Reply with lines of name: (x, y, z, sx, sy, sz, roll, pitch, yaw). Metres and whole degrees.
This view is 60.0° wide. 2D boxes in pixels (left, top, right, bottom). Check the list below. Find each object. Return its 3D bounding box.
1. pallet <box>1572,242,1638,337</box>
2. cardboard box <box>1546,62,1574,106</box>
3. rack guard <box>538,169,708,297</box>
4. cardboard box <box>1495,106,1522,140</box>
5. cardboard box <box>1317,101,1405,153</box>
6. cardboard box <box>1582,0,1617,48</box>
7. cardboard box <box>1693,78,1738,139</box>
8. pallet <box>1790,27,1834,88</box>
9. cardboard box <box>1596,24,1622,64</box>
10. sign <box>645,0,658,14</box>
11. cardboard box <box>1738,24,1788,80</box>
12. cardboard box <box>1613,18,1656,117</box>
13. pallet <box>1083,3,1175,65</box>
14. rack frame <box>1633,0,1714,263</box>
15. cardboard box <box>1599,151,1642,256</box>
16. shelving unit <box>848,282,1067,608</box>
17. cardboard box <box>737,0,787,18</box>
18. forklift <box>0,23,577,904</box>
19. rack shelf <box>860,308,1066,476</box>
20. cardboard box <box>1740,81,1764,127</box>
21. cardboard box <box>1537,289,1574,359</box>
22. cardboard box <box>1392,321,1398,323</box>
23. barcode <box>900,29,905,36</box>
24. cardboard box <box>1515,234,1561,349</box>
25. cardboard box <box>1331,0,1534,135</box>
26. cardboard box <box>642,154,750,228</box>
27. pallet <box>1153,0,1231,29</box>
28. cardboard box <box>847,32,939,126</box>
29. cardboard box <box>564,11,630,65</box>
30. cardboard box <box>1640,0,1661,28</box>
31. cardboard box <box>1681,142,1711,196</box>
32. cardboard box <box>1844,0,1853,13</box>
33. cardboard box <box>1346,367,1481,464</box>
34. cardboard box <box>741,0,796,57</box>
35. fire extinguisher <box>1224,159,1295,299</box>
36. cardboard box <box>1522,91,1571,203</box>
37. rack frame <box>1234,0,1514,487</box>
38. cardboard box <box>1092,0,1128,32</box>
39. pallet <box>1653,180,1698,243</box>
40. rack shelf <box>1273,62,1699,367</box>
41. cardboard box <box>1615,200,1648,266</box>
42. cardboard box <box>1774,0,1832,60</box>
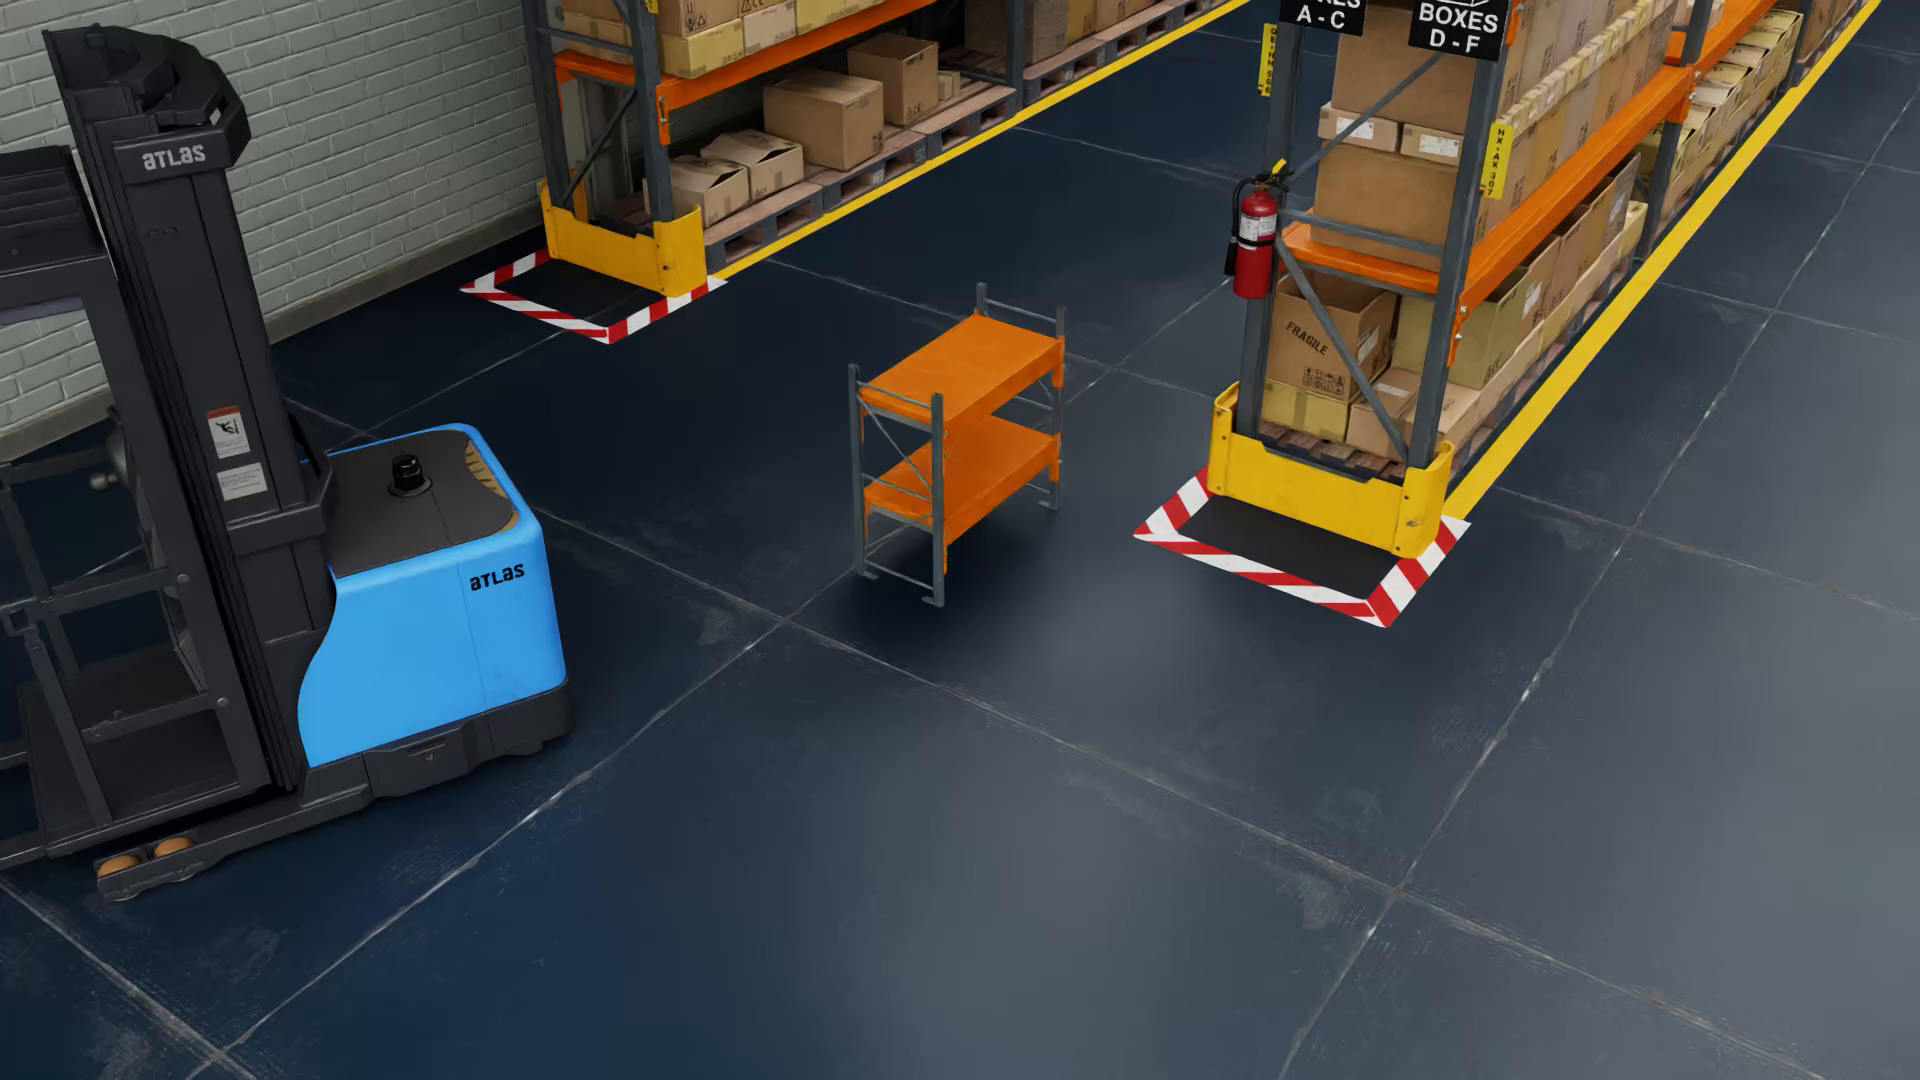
pallet: (3.641, -1.746, 10.643, 1.003, 0.211, 1.213, 21, 39, 28)
cardboard box: (2.836, -2.310, 8.320, 0.380, 0.149, 0.250, 20, 39, 27)
rack guard: (-2.180, -1.993, 10.751, 1.175, 0.500, 0.348, 21, 39, 28)
cardboard box: (2.397, -1.957, 7.798, 0.380, 0.149, 0.250, 20, 39, 27)
cardboard box: (1.909, -1.960, 7.802, 0.380, 0.149, 0.250, 21, 39, 27)
cardboard box: (3.023, -2.933, 8.663, 0.700, 0.500, 0.500, 21, 39, 28)
cardboard box: (5.153, -3.099, 11.734, 0.500, 0.311, 0.500, 20, 39, 27)
pallet: (6.866, -4.271, 14.377, 1.003, 0.211, 1.213, 21, 39, 28)
cardboard box: (3.275, -2.663, 8.842, 0.380, 0.149, 0.250, 23, 40, 30)
sign: (-1.778, -3.179, 9.500, 0.100, 0.325, 0.005, 21, 39, 28)
cardboard box: (6.022, -3.801, 12.772, 0.500, 0.311, 0.500, 21, 39, 28)
cardboard box: (3.586, -2.844, 9.689, 0.700, 0.500, 0.500, 21, 39, 28)
pallet: (1.195, -4.602, 14.866, 1.003, 0.211, 1.213, 21, 39, 28)
rack frame: (4.129, -3.254, 10.384, 1.000, 3.000, 0.127, 21, 39, 28)
cardboard box: (3.749, -2.090, 10.073, 0.500, 0.500, 0.500, 21, 39, 28)
shelving unit: (0.004, -0.469, 7.939, 0.538, 1.125, 1.048, 21, 39, 28)
cardboard box: (-1.415, -3.598, 10.340, 0.500, 0.500, 0.500, 21, 40, 28)
forklift: (-3.147, -0.200, 5.929, 3.031, 2.935, 1.130, -18, 38, -24)
rack shelf: (0.004, -0.712, 7.776, 0.538, 0.278, 1.000, 21, 39, 28)
cardboard box: (5.730, -3.341, 12.592, 0.500, 0.250, 0.500, 22, 40, 29)
cardboard box: (3.193, -1.313, 9.594, 0.500, 0.250, 0.500, 21, 39, 28)
cardboard box: (2.470, -1.254, 9.506, 0.500, 0.250, 0.500, 21, 39, 28)
barcode: (-0.448, -3.942, 12.954, 0.001, 0.075, 0.075, 21, 39, 28)
cardboard box: (2.895, -1.399, 9.051, 0.500, 0.500, 0.500, 21, 39, 28)
cardboard box: (2.155, -2.227, 7.618, 0.700, 0.500, 0.500, 21, 40, 28)
cardboard box: (-1.755, -2.351, 11.057, 0.500, 0.311, 0.500, 17, 37, 23)
pallet: (1.891, -5.161, 15.693, 1.003, 0.211, 1.213, 21, 39, 28)
cardboard box: (-0.502, -3.491, 12.573, 0.500, 0.500, 0.500, 18, 38, 25)
cardboard box: (-2.116, -3.217, 10.445, 0.500, 0.250, 0.500, 22, 40, 29)
cardboard box: (3.711, -3.015, 9.362, 0.380, 0.149, 0.250, 21, 39, 28)
cardboard box: (4.855, -2.630, 11.541, 0.500, 0.250, 0.500, 22, 40, 29)
cardboard box: (7.781, -5.073, 14.913, 0.500, 0.500, 0.500, 20, 39, 27)
cardboard box: (2.337, -0.624, 8.574, 0.500, 0.250, 0.500, 21, 39, 28)
cardboard box: (-1.400, -3.306, 10.577, 0.500, 0.250, 0.500, 20, 39, 27)
fire extinguisher: (1.399, -1.475, 7.822, 0.296, 0.674, 0.183, 21, 39, 28)
cardboard box: (2.708, -2.135, 8.640, 0.700, 0.500, 0.500, 22, 40, 28)
rack frame: (1.848, -1.413, 7.662, 1.000, 3.000, 0.127, 21, 39, 28)
cardboard box: (1.041, -4.801, 14.510, 0.700, 0.500, 0.500, 22, 40, 29)
pallet: (4.517, -2.450, 11.685, 1.003, 0.211, 1.213, 21, 39, 28)
rack shelf: (2.988, -2.035, 9.224, 1.077, 0.370, 4.000, 21, 39, 28)
cardboard box: (4.044, -2.005, 10.617, 0.500, 0.250, 0.500, 21, 39, 28)
cardboard box: (6.904, -4.359, 13.857, 0.500, 0.500, 0.500, 23, 40, 30)
